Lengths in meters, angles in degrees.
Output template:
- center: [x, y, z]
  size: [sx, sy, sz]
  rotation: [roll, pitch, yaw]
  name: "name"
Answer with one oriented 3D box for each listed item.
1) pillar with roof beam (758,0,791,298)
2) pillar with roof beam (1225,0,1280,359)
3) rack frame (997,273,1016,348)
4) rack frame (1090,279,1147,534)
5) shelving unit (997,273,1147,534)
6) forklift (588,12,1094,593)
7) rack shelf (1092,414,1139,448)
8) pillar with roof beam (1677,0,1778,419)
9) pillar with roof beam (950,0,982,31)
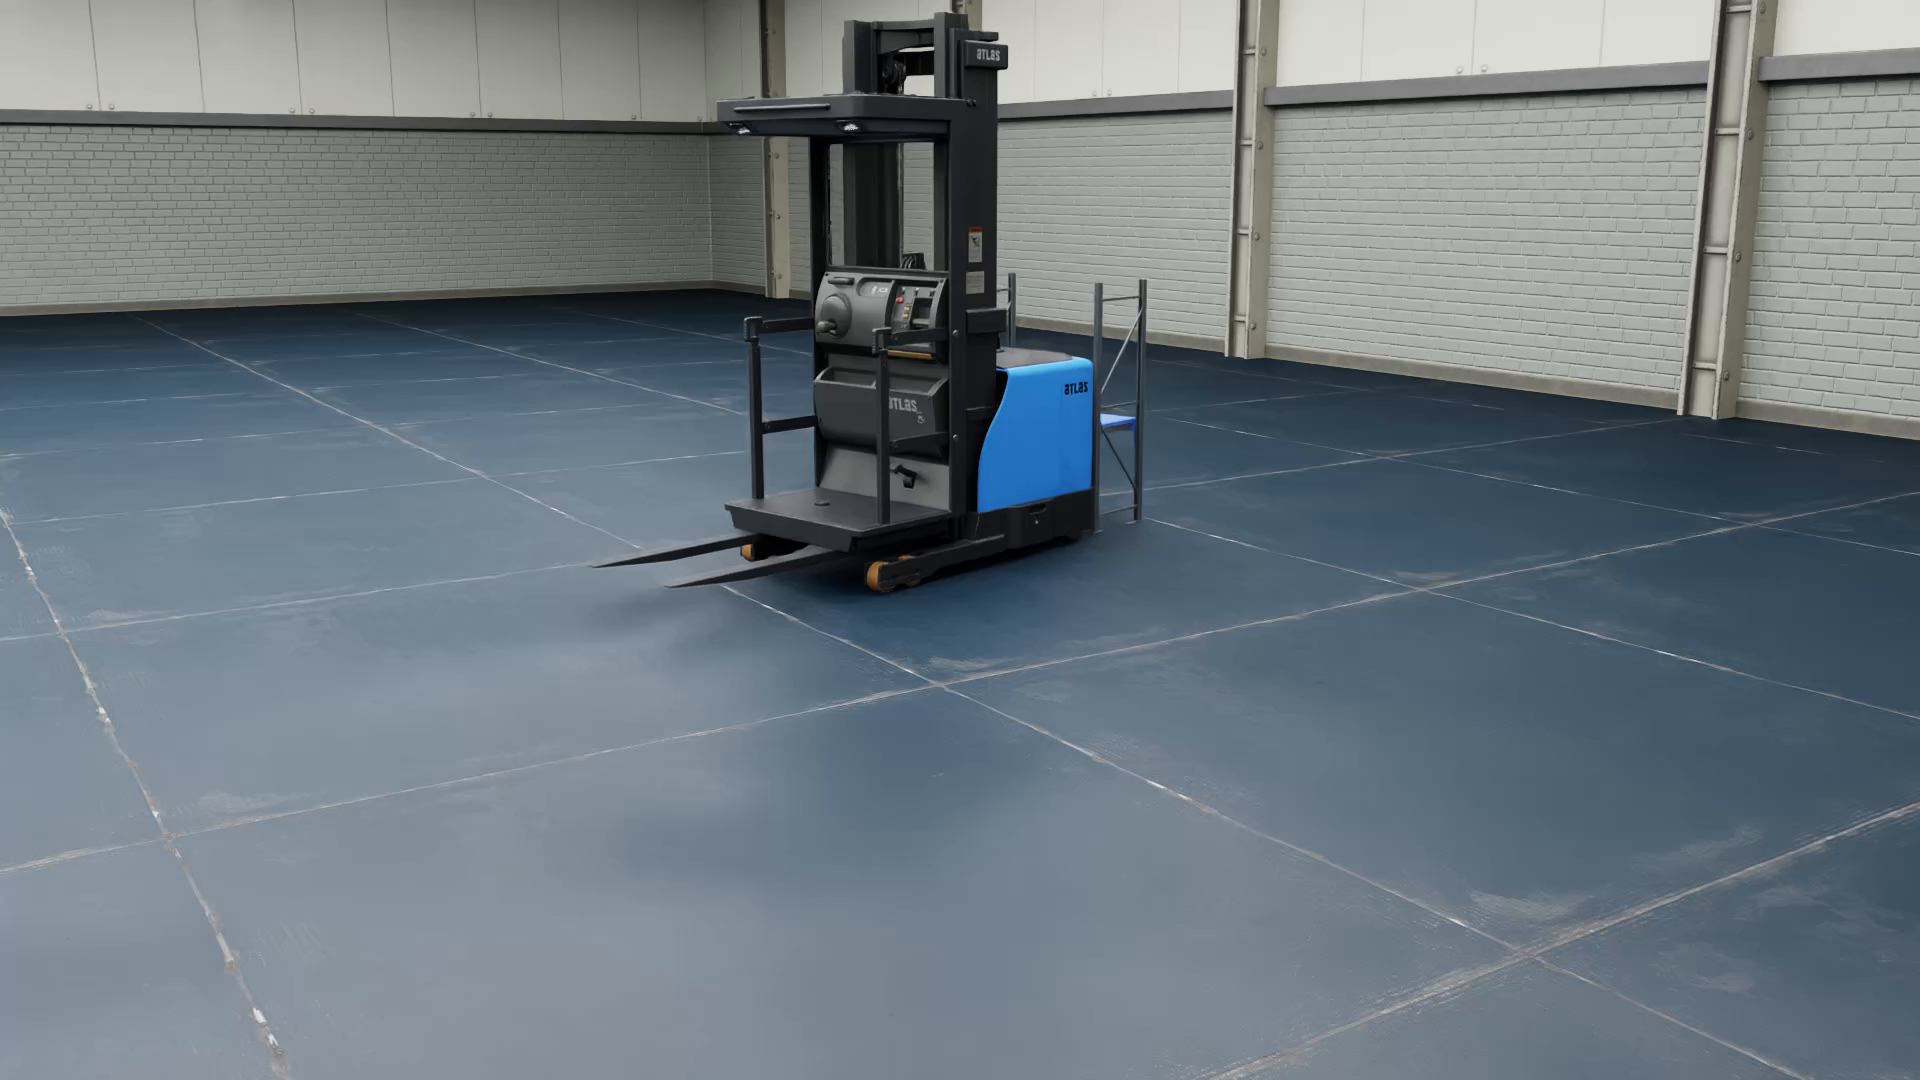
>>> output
- center: [-6.824, -8.211, 26.344]
  size: [9.100, 9.000, 0.400]
  rotation: [-8, 15, -33]
  name: "pillar with roof beam"
- center: [-0.175, -6.077, 16.585]
  size: [9.100, 9.000, 0.400]
  rotation: [-8, 15, -33]
  name: "pillar with roof beam"
- center: [0.186, -0.950, 10.693]
  size: [0.032, 1.500, 0.500]
  rotation: [10, 16, 39]
  name: "rack frame"
- center: [0.959, -0.808, 10.048]
  size: [0.032, 1.500, 0.500]
  rotation: [10, 16, 39]
  name: "rack frame"
- center: [0.572, -0.879, 10.370]
  size: [1.048, 1.500, 0.538]
  rotation: [10, 16, 39]
  name: "shelving unit"
- center: [-0.577, -1.280, 8.855]
  size: [1.130, 2.935, 3.031]
  rotation: [11, 17, 41]
  name: "forklift"
- center: [0.572, -0.703, 10.409]
  size: [1.000, 0.185, 0.538]
  rotation: [10, 16, 39]
  name: "rack shelf"
- center: [3.149, -5.010, 11.705]
  size: [9.100, 9.000, 0.400]
  rotation: [-8, 15, -33]
  name: "pillar with roof beam"
- center: [-3.500, -7.144, 21.465]
  size: [9.100, 9.000, 0.400]
  rotation: [-8, 15, -33]
  name: "pillar with roof beam"
